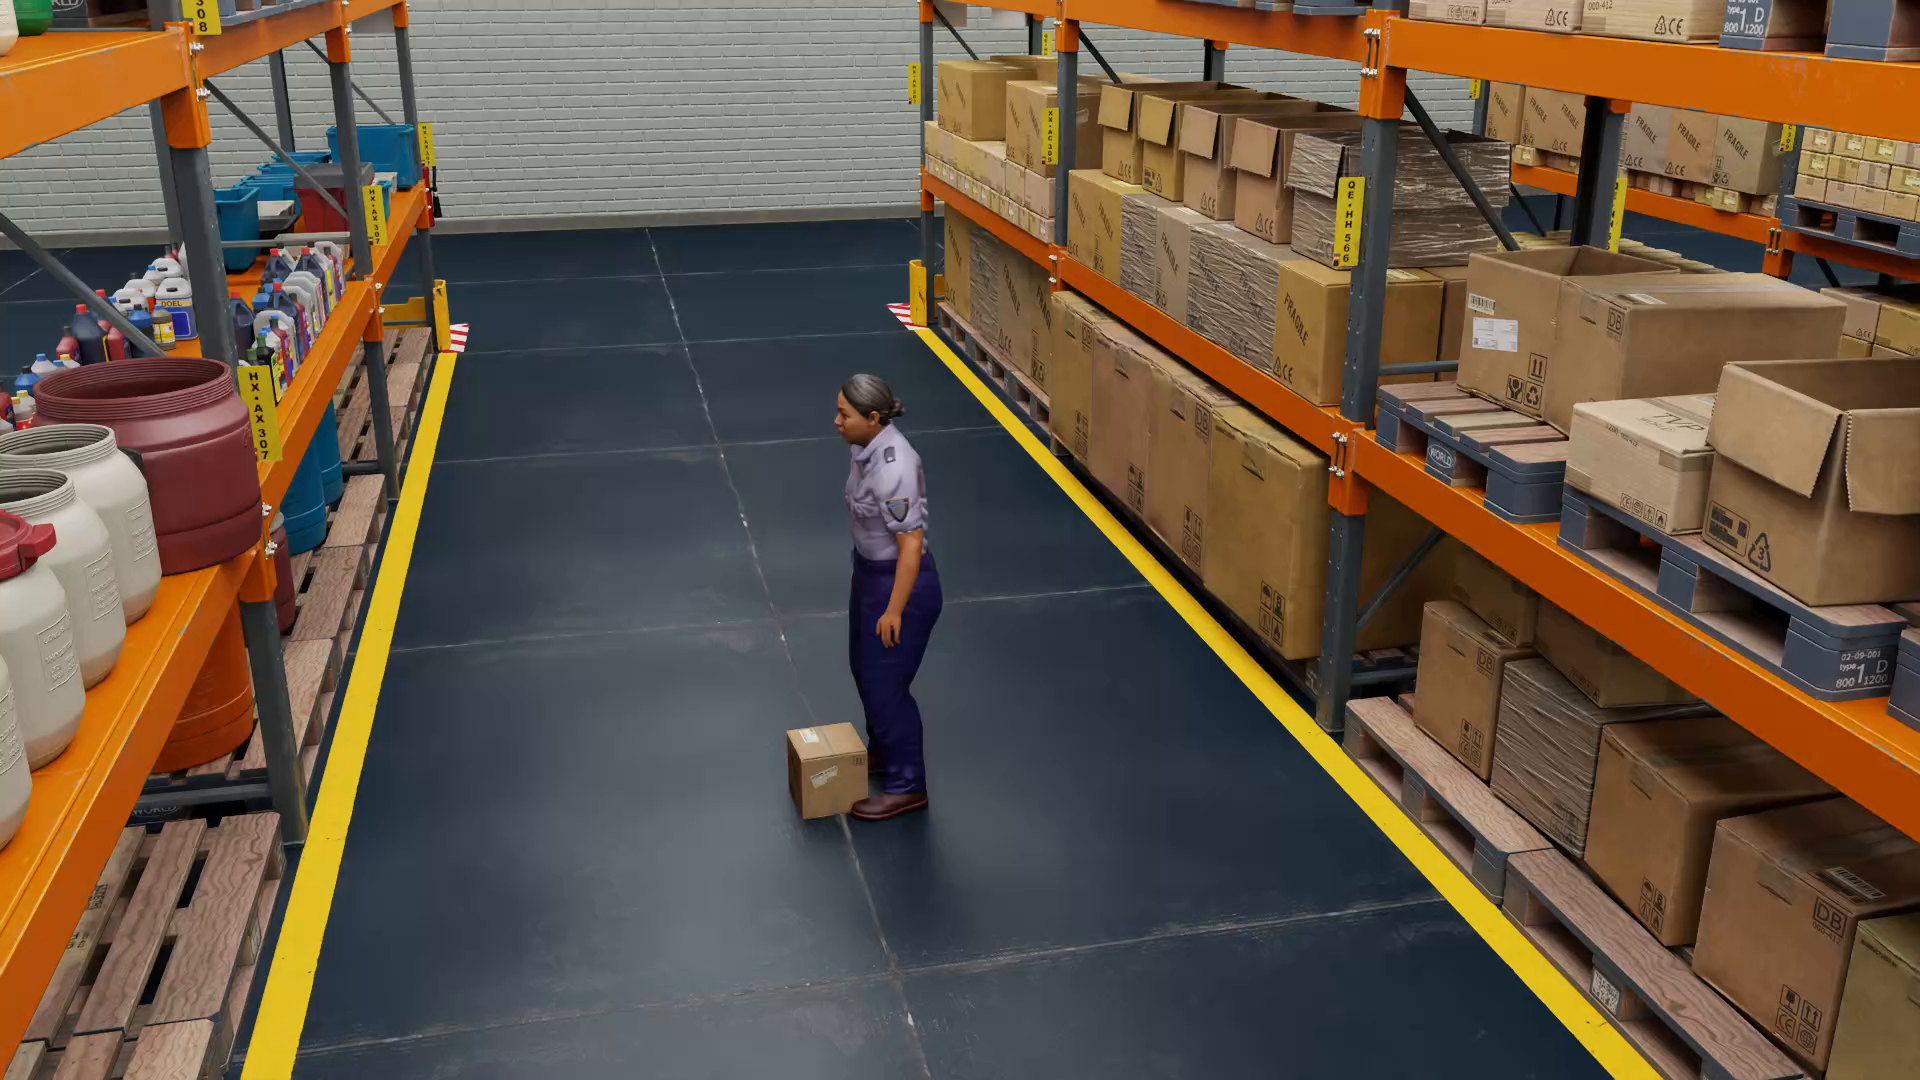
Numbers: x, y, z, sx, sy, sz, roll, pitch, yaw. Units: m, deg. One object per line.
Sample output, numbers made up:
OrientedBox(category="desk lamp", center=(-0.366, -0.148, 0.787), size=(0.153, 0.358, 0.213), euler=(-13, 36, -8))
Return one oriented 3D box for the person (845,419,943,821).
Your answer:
OrientedBox(category="person", center=(-0.267, 0.266, 6.099), size=(0.363, 1.477, 0.543), euler=(-5, 20, -14))
